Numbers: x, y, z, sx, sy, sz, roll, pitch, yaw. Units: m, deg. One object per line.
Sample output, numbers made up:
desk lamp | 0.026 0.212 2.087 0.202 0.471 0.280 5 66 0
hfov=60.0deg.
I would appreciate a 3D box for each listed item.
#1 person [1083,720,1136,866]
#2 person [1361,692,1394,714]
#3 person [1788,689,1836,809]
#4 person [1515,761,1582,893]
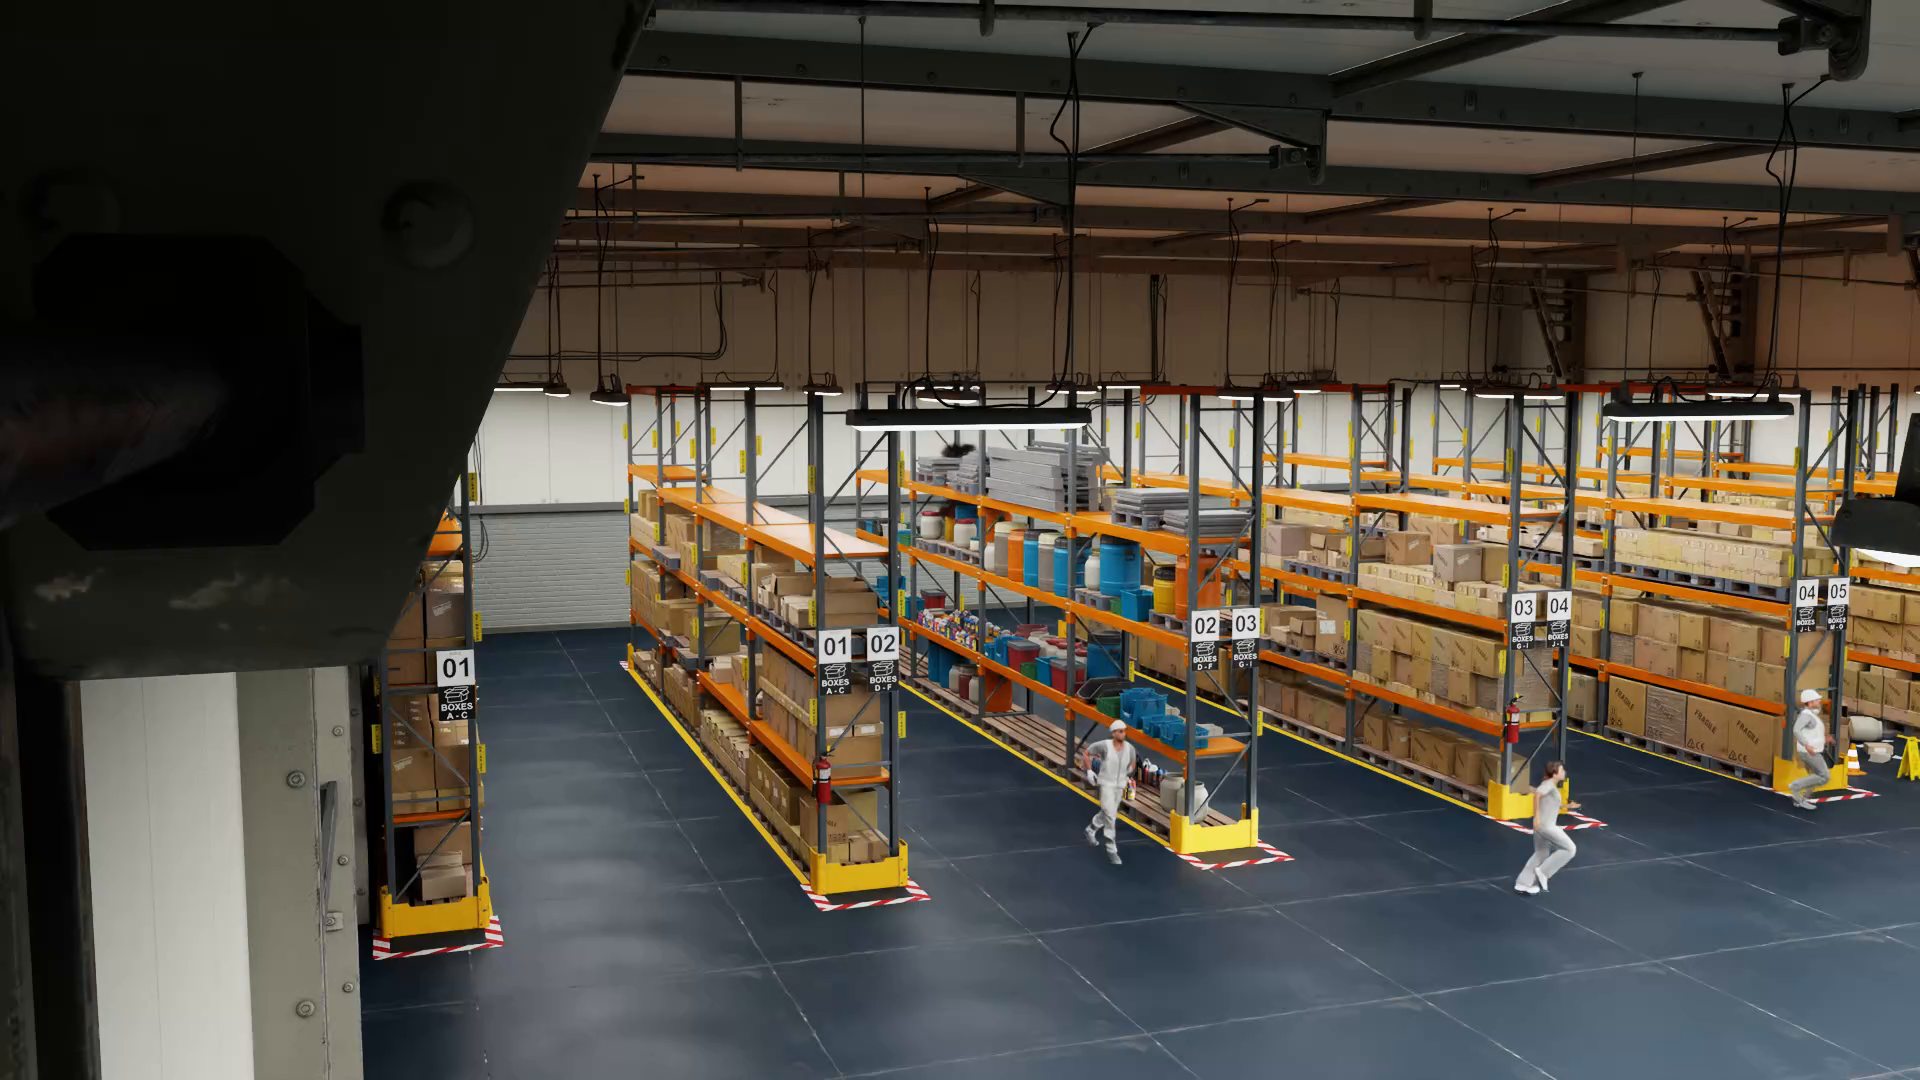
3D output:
person | 1.971 3.229 21.624 0.677 1.826 0.941 -3 7 -28
person | 7.738 2.332 30.263 0.710 1.771 0.972 -2 6 -20
person | 12.243 3.014 23.869 0.574 1.734 0.654 4 7 31
person | 7.055 3.449 19.932 0.742 1.616 0.598 1 6 13
